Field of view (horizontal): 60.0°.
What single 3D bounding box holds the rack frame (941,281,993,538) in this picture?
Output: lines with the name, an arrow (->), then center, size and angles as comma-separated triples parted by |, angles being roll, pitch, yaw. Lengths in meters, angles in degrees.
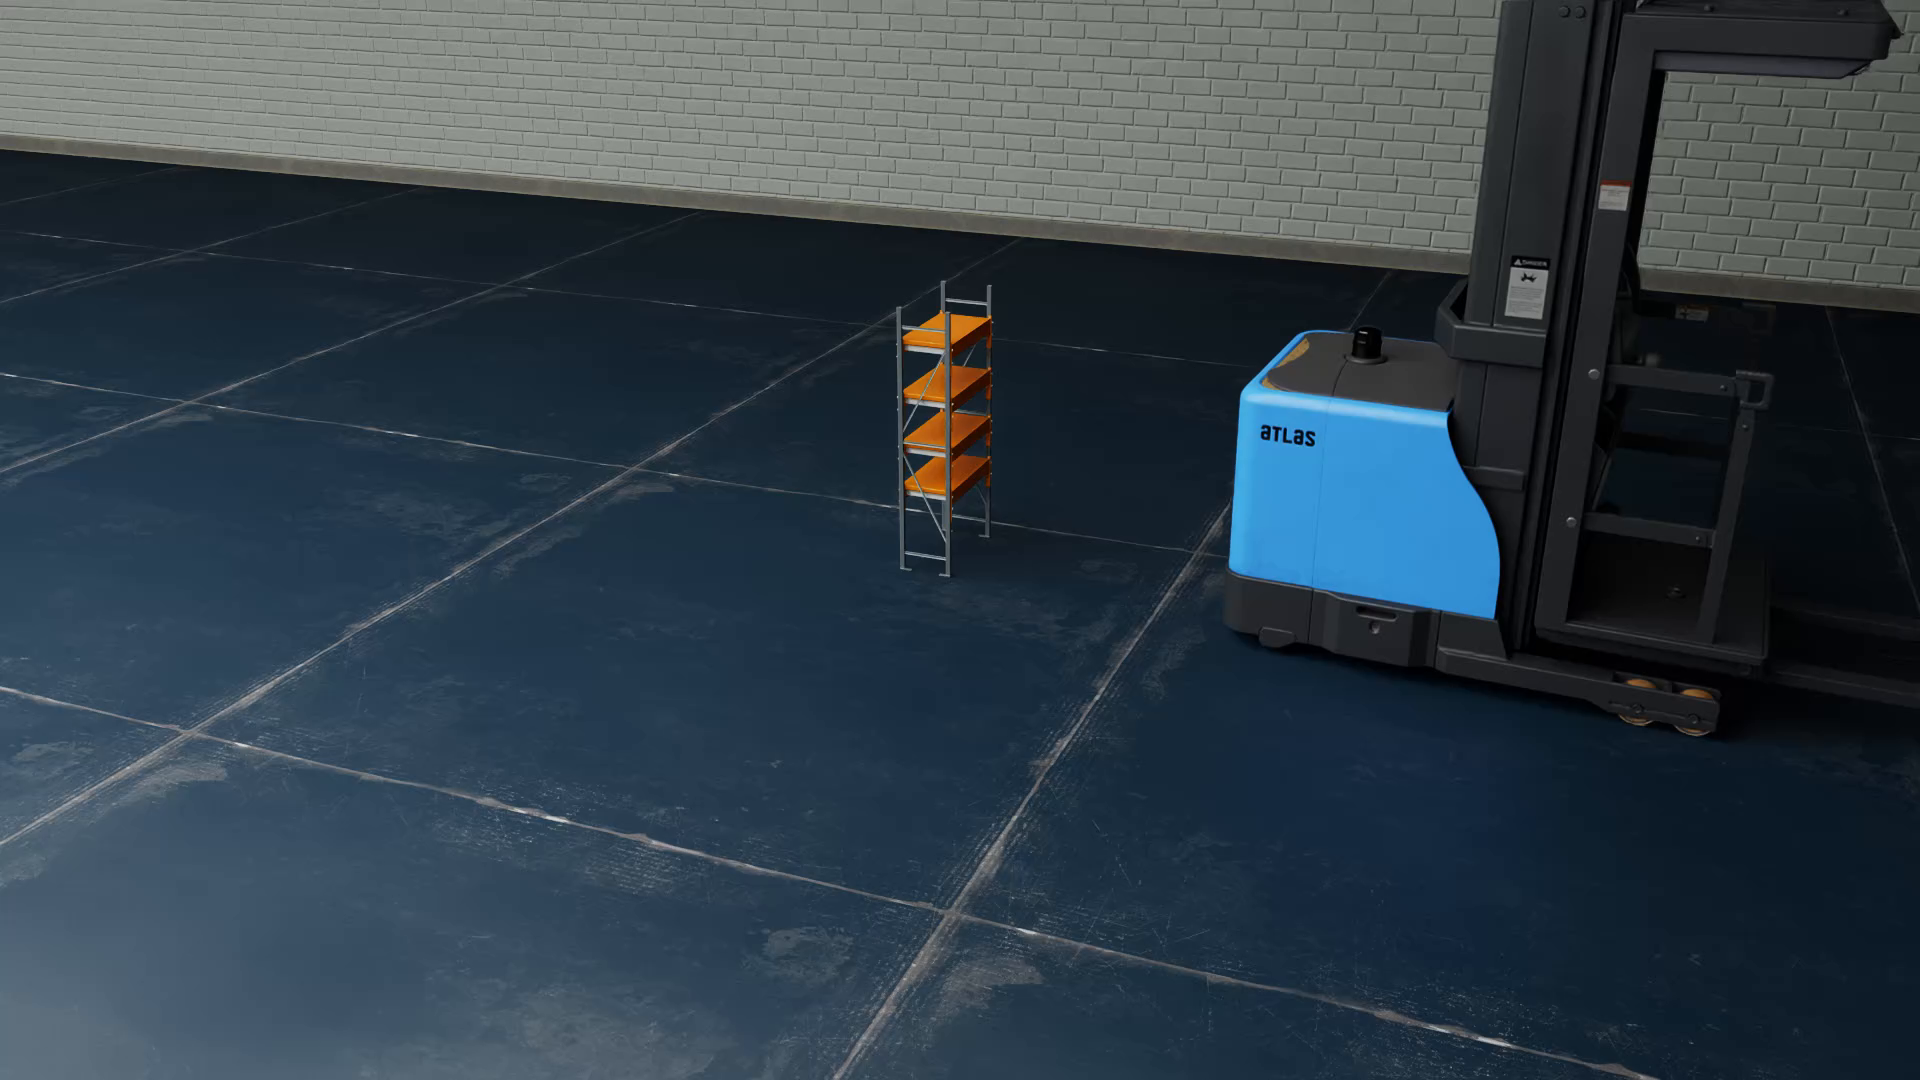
rack frame -> 0.029, -0.582, 7.586 | 0.240, 1.200, 0.015 | 9, 24, 20

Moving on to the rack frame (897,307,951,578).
rack frame -> -0.152, -0.407, 7.168 | 0.240, 1.200, 0.015 | 9, 24, 20

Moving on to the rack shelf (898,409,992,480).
rack shelf -> -0.061, -0.432, 7.403 | 0.258, 0.148, 0.480 | 9, 24, 20

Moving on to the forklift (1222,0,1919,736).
forklift -> 2.626, -0.873, 6.038 | 3.031, 2.935, 1.130 | 10, 25, 23

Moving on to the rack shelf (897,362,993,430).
rack shelf -> -0.061, -0.639, 7.317 | 0.258, 0.148, 0.480 | 9, 24, 20

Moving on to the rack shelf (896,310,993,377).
rack shelf -> -0.062, -0.857, 7.225 | 0.258, 0.148, 0.480 | 9, 24, 20

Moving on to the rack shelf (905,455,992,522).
rack shelf -> -0.061, -0.249, 7.479 | 0.258, 0.148, 0.480 | 9, 24, 20

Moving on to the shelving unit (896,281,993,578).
shelving unit -> -0.061, -0.494, 7.377 | 0.258, 1.200, 0.503 | 9, 24, 20
